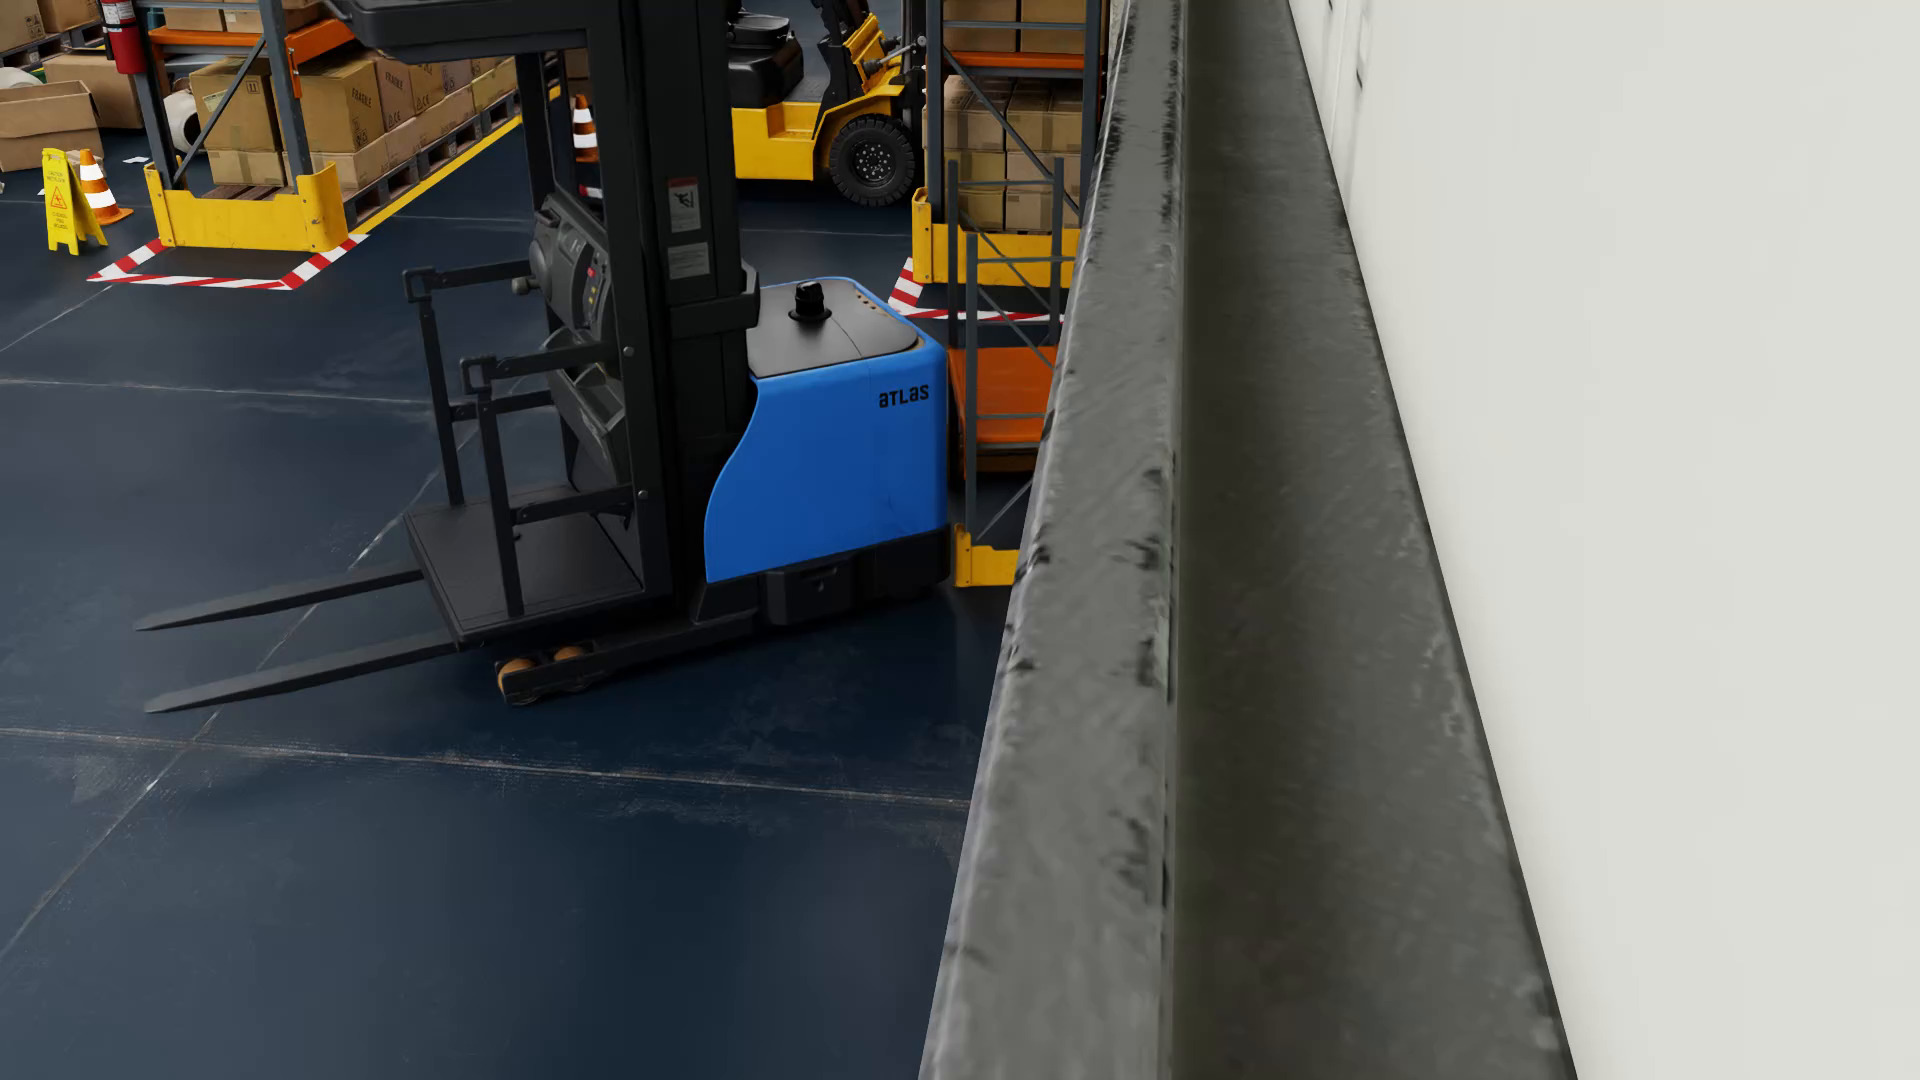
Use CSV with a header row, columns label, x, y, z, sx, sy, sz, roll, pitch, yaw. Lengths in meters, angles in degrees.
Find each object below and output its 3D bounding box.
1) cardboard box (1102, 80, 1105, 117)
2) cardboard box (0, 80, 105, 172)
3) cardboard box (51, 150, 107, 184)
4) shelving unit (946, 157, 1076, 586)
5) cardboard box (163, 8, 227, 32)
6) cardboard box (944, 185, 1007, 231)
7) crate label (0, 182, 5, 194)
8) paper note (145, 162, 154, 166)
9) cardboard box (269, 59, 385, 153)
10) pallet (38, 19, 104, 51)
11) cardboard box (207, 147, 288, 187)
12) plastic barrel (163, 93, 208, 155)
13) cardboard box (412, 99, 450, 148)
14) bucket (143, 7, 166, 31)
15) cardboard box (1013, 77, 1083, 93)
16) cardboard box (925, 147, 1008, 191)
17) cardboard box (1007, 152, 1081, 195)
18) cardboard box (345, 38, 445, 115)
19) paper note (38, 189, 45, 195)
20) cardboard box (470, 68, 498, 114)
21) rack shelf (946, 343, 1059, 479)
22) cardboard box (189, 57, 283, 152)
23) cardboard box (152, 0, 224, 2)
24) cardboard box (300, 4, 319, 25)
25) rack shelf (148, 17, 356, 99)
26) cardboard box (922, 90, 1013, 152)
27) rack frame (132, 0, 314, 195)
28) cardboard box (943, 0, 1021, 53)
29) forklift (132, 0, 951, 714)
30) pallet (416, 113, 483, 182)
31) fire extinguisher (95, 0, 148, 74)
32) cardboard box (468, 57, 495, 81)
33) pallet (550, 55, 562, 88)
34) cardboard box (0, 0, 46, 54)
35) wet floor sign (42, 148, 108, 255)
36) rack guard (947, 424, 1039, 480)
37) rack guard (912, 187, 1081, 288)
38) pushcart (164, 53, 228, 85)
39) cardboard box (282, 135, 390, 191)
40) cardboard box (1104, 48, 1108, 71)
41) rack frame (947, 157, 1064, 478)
label,x,y,z,sx,sy,sz,roll,pitch,yaw
cardboard box,0.755,-3.075,11.724,0.500,0.250,0.500,3,28,6
cardboard box,-6.916,-3.117,12.505,0.797,0.503,0.637,-17,33,-29
cardboard box,-6.463,-2.721,12.144,0.380,0.149,0.250,20,34,32
shelving unit,0.233,-0.733,7.030,0.587,1.500,1.083,-2,28,-4
cardboard box,-4.785,-3.320,10.514,0.380,0.149,0.250,4,29,8
cardboard box,0.052,-2.169,10.570,0.500,0.250,0.500,4,29,7
crate label,-6.955,-2.537,11.815,0.250,0.136,0.298,-11,30,-20
paper note,-6.078,-2.824,12.481,0.032,0.001,0.123,3,28,6
cardboard box,-4.243,-2.921,11.175,0.500,0.500,0.500,2,28,4
pallet,-8.887,-5.081,16.458,1.003,0.211,1.213,3,28,6
cardboard box,-4.784,-2.624,11.414,0.500,0.250,0.500,3,28,6
plastic barrel,-5.868,-3.168,12.684,0.421,0.421,0.512,-24,36,-37
cardboard box,-4.121,-3.077,12.256,0.500,0.250,0.500,5,29,10
bucket,-6.782,-4.395,14.094,0.726,0.611,0.620,14,21,24
cardboard box,0.612,-2.820,10.725,0.500,0.250,0.500,3,28,6
cardboard box,0.057,-2.397,10.466,0.500,0.250,0.500,3,28,6
cardboard box,0.572,-2.359,10.395,0.500,0.250,0.500,4,29,7
cardboard box,-4.114,-3.403,12.070,0.500,0.500,0.500,4,29,7
paper note,-6.478,-2.495,11.850,0.148,0.019,0.142,-6,29,-11
cardboard box,-3.990,-3.554,13.141,0.500,0.250,0.500,3,28,5
rack shelf,0.234,-0.571,7.107,0.538,0.185,1.000,-2,28,-4
cardboard box,-4.779,-2.939,11.208,0.500,0.500,0.500,4,29,7
cardboard box,-4.826,-3.688,10.515,0.500,0.500,0.500,3,28,5
cardboard box,-4.355,-3.399,10.661,0.380,0.149,0.250,4,29,7
rack shelf,-4.374,-3.867,12.023,1.077,0.370,4.000,3,28,6
cardboard box,0.055,-2.605,10.324,0.500,0.250,0.500,4,29,8
rack frame,-4.619,-3.242,10.105,1.000,3.000,0.127,3,28,6
cardboard box,0.108,-3.246,10.007,0.500,0.500,0.500,3,28,5
forklift,-1.588,-0.970,5.960,3.031,2.935,1.130,-14,31,-24
pallet,-4.323,-3.003,12.602,1.003,0.211,1.213,3,28,6
fire extinguisher,-5.090,-3.181,10.073,0.296,0.674,0.183,3,28,6
cardboard box,-3.995,-3.896,12.984,0.500,0.500,0.500,4,29,7
pallet,-4.035,-4.264,14.942,1.003,0.211,1.213,3,28,6
cardboard box,-9.067,-4.857,15.032,1.050,0.750,0.750,3,28,6
wet floor sign,-5.704,-2.178,10.613,0.267,0.644,0.232,14,31,24
rack guard,0.196,-0.419,7.764,0.587,0.250,0.087,-2,28,-4
rack guard,0.305,-1.843,10.145,1.175,0.500,0.348,3,28,6
pushcart,-6.398,-4.079,14.424,1.648,0.377,0.936,-6,29,-11
cardboard box,-4.245,-2.580,11.333,0.500,0.250,0.500,3,28,6
cardboard box,0.807,-3.533,12.047,0.500,0.250,0.500,4,29,7
rack frame,0.196,-0.970,7.468,0.500,1.500,0.032,-2,28,-4
